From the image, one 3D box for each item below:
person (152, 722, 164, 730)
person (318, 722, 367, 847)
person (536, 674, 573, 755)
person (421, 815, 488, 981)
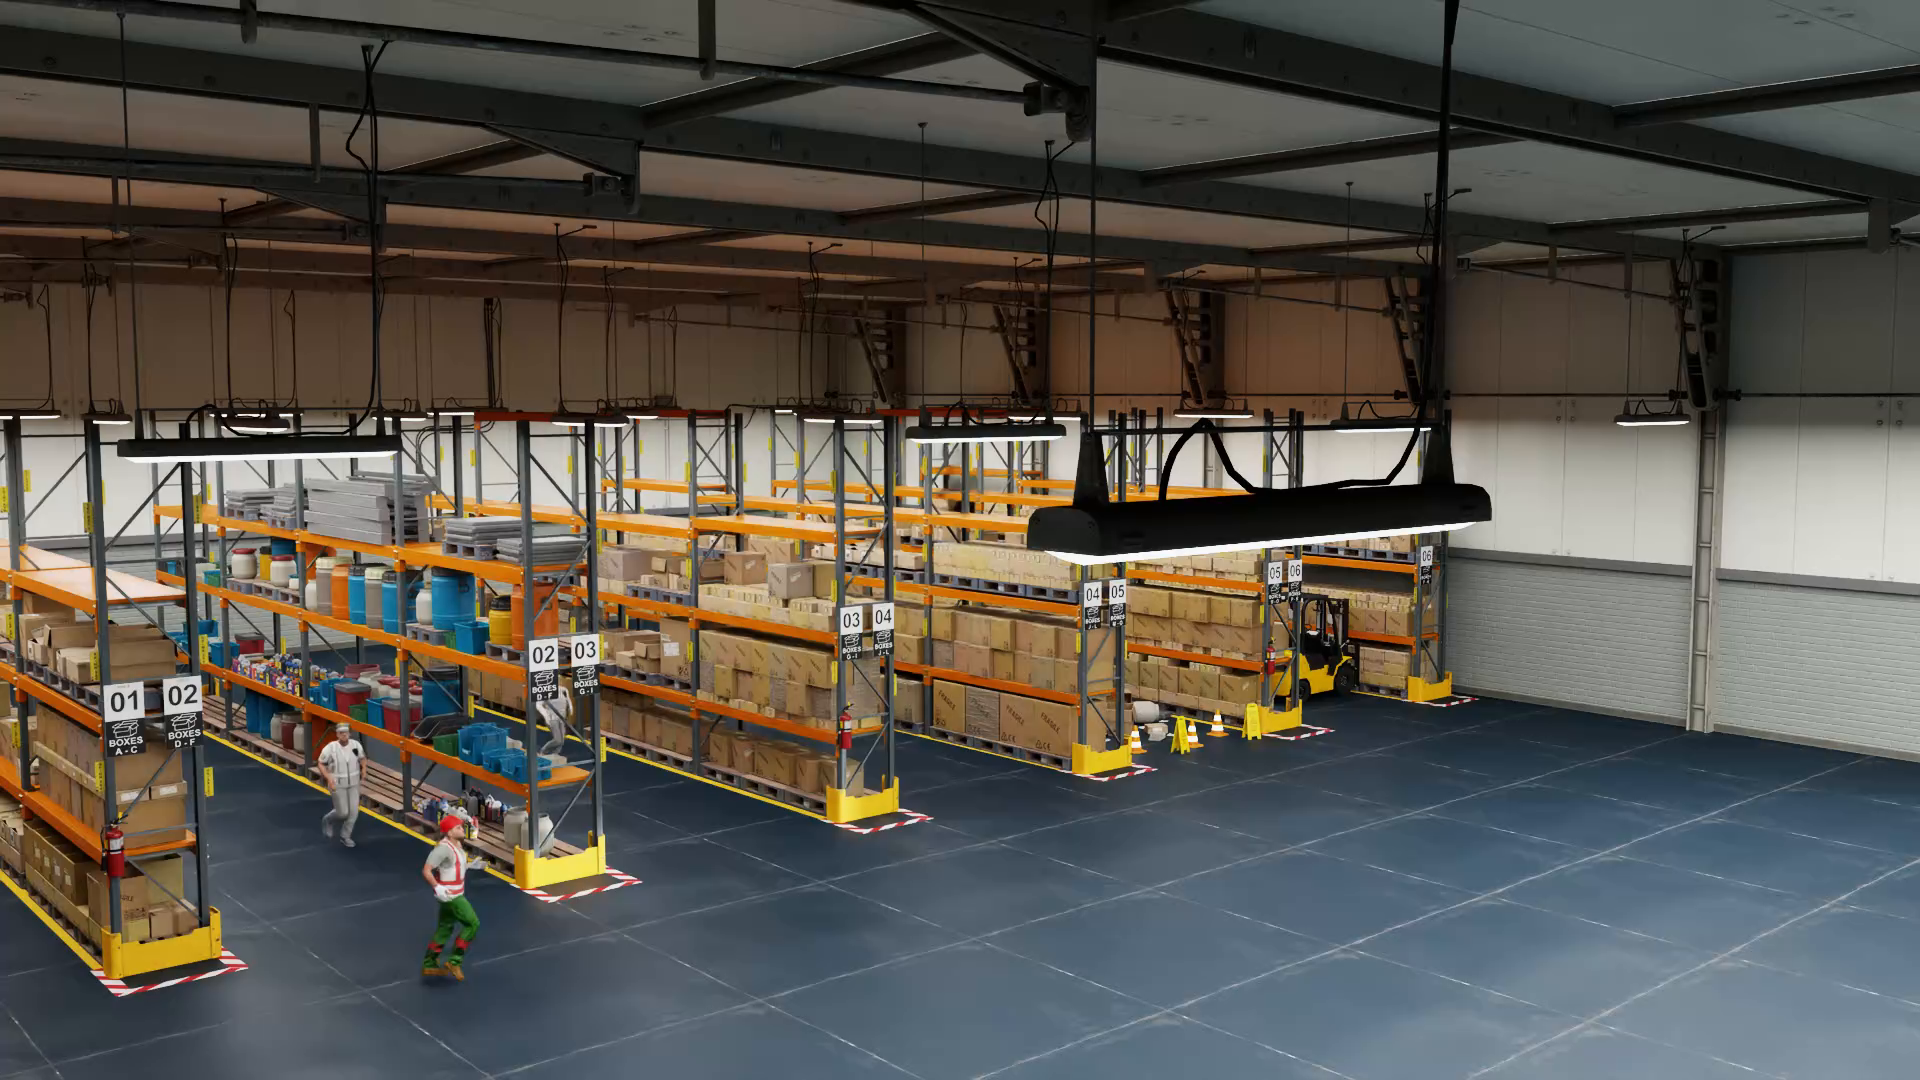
[{"bbox_3d":[-13.642,3.058,27.940,0.886,1.655,0.592,4,6,38],"label":"person"},{"bbox_3d":[-8.652,3.414,23.389,0.653,1.758,0.647,-4,7,-41],"label":"person"},{"bbox_3d":[-6.809,3.039,28.129,0.605,1.669,0.569,-5,7,-45],"label":"person"},{"bbox_3d":[-5.486,3.871,18.031,0.720,1.814,0.619,-1,5,-14],"label":"person"}]
